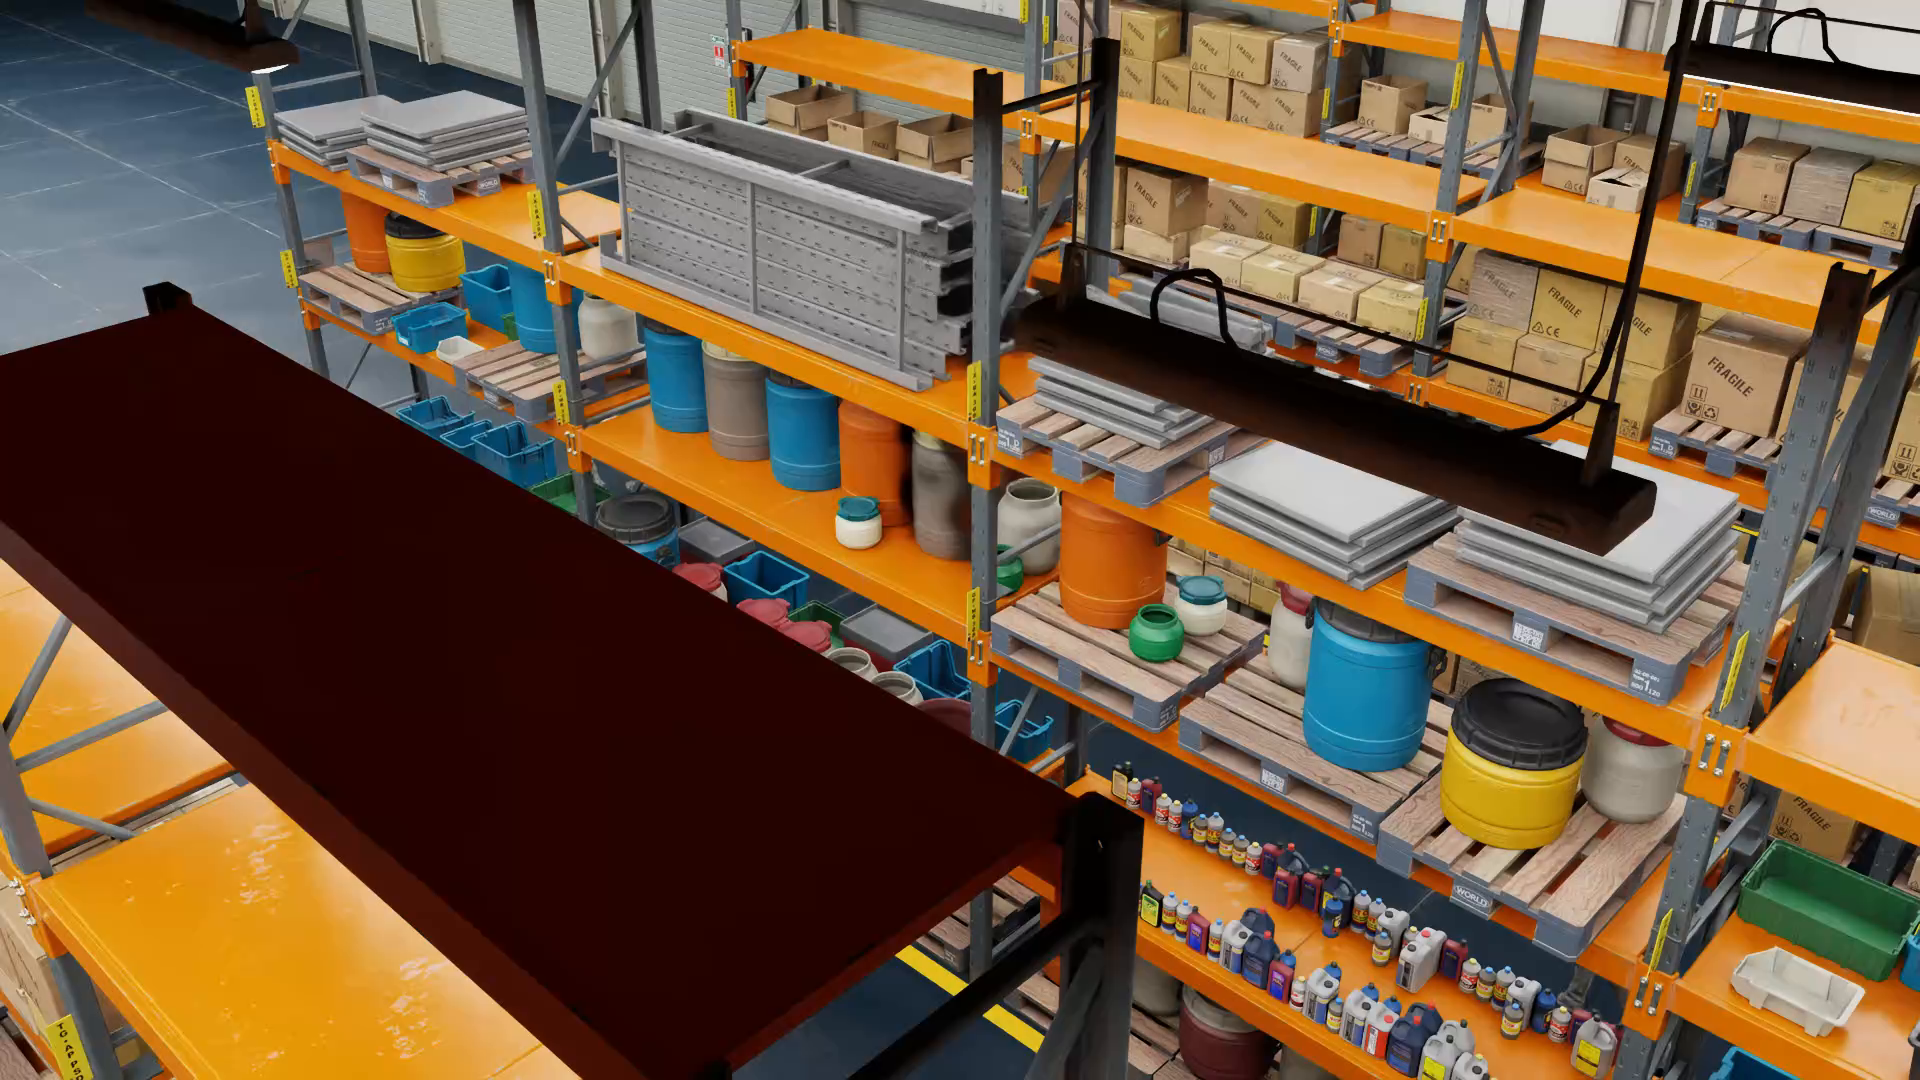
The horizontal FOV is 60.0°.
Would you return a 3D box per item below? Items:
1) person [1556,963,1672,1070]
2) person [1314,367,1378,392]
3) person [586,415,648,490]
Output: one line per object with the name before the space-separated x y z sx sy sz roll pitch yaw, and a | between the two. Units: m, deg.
person | 4.054 2.543 10.276 0.608 1.443 1.078 -16 33 -26
person | 3.782 -0.834 16.089 1.019 1.716 0.756 22 36 34
person | -3.615 -1.215 16.721 0.920 1.636 0.531 1 29 2
